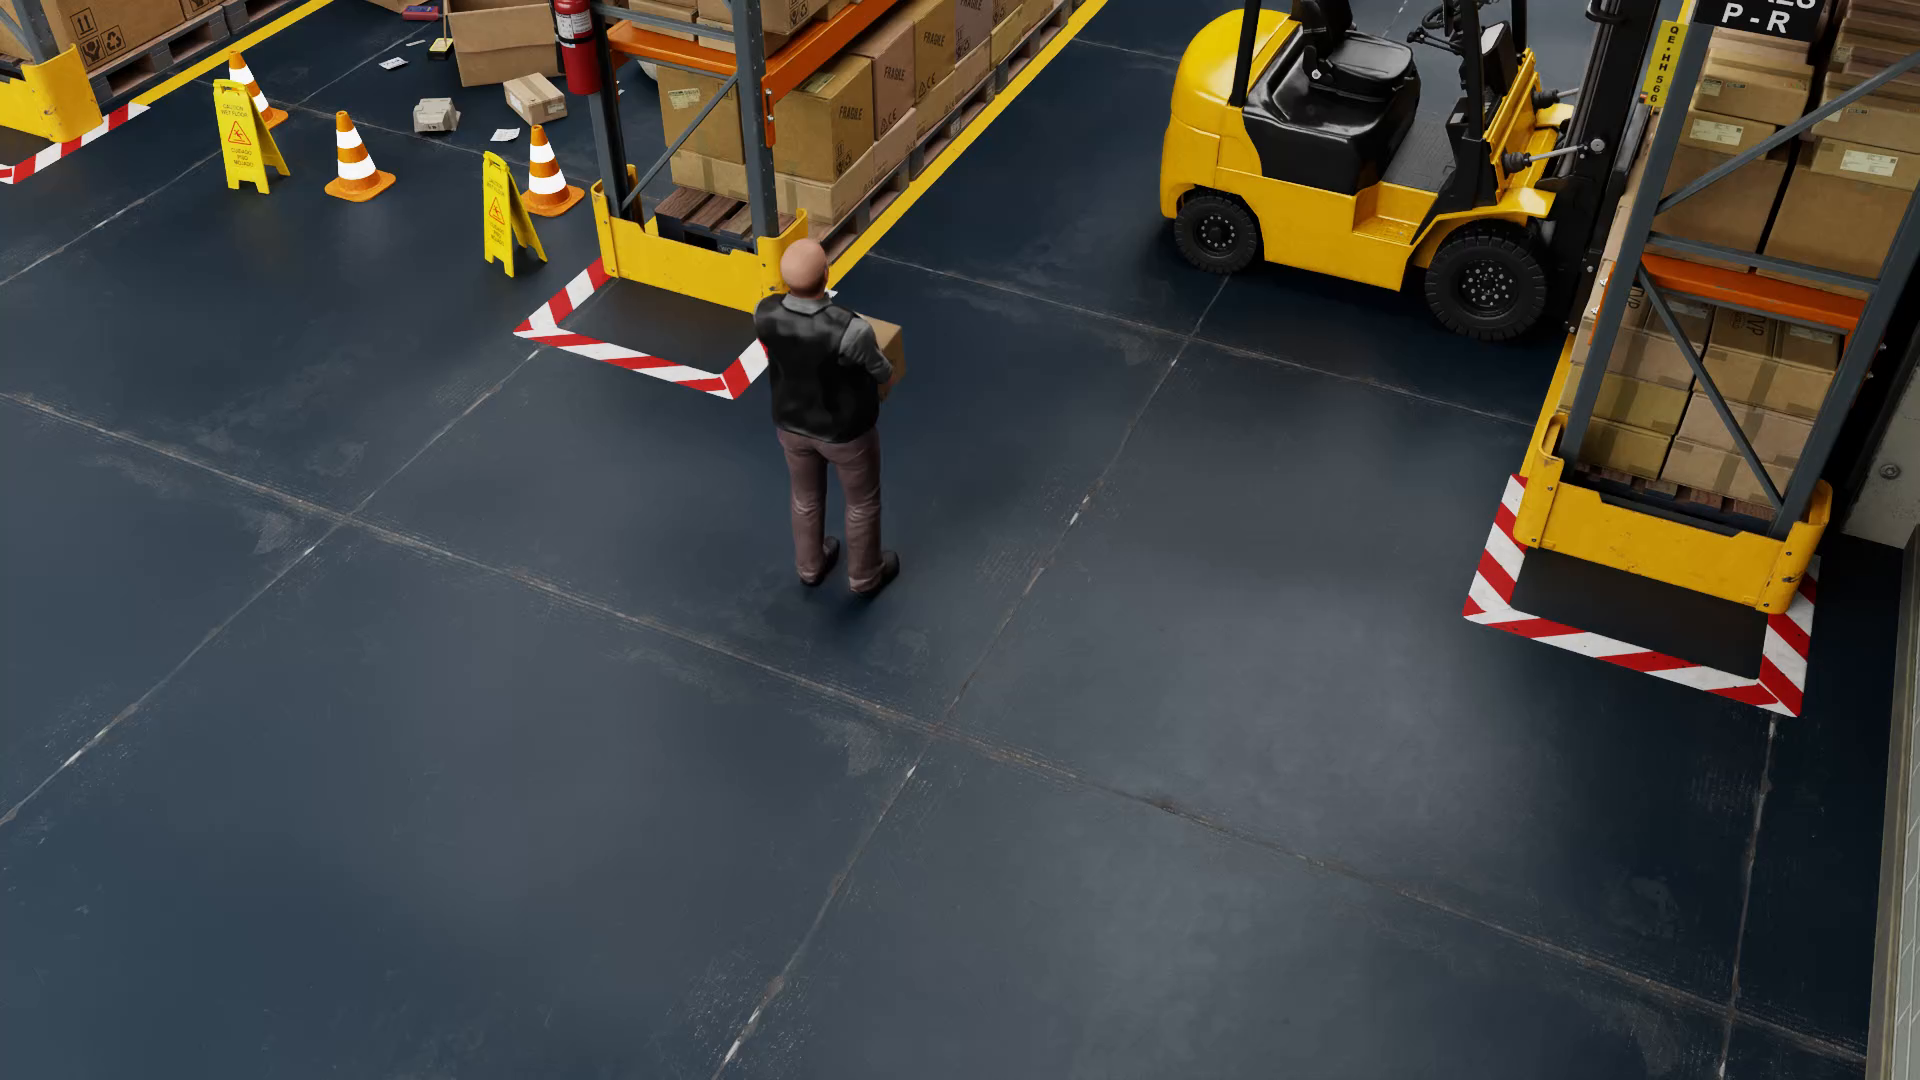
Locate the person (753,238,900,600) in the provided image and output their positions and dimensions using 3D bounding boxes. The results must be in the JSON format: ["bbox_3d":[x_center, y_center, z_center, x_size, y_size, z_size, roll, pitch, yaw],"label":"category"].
[{"bbox_3d":[-0.514,-0.533,6.775,0.504,1.722,0.548,15,44,16],"label":"person"}]
